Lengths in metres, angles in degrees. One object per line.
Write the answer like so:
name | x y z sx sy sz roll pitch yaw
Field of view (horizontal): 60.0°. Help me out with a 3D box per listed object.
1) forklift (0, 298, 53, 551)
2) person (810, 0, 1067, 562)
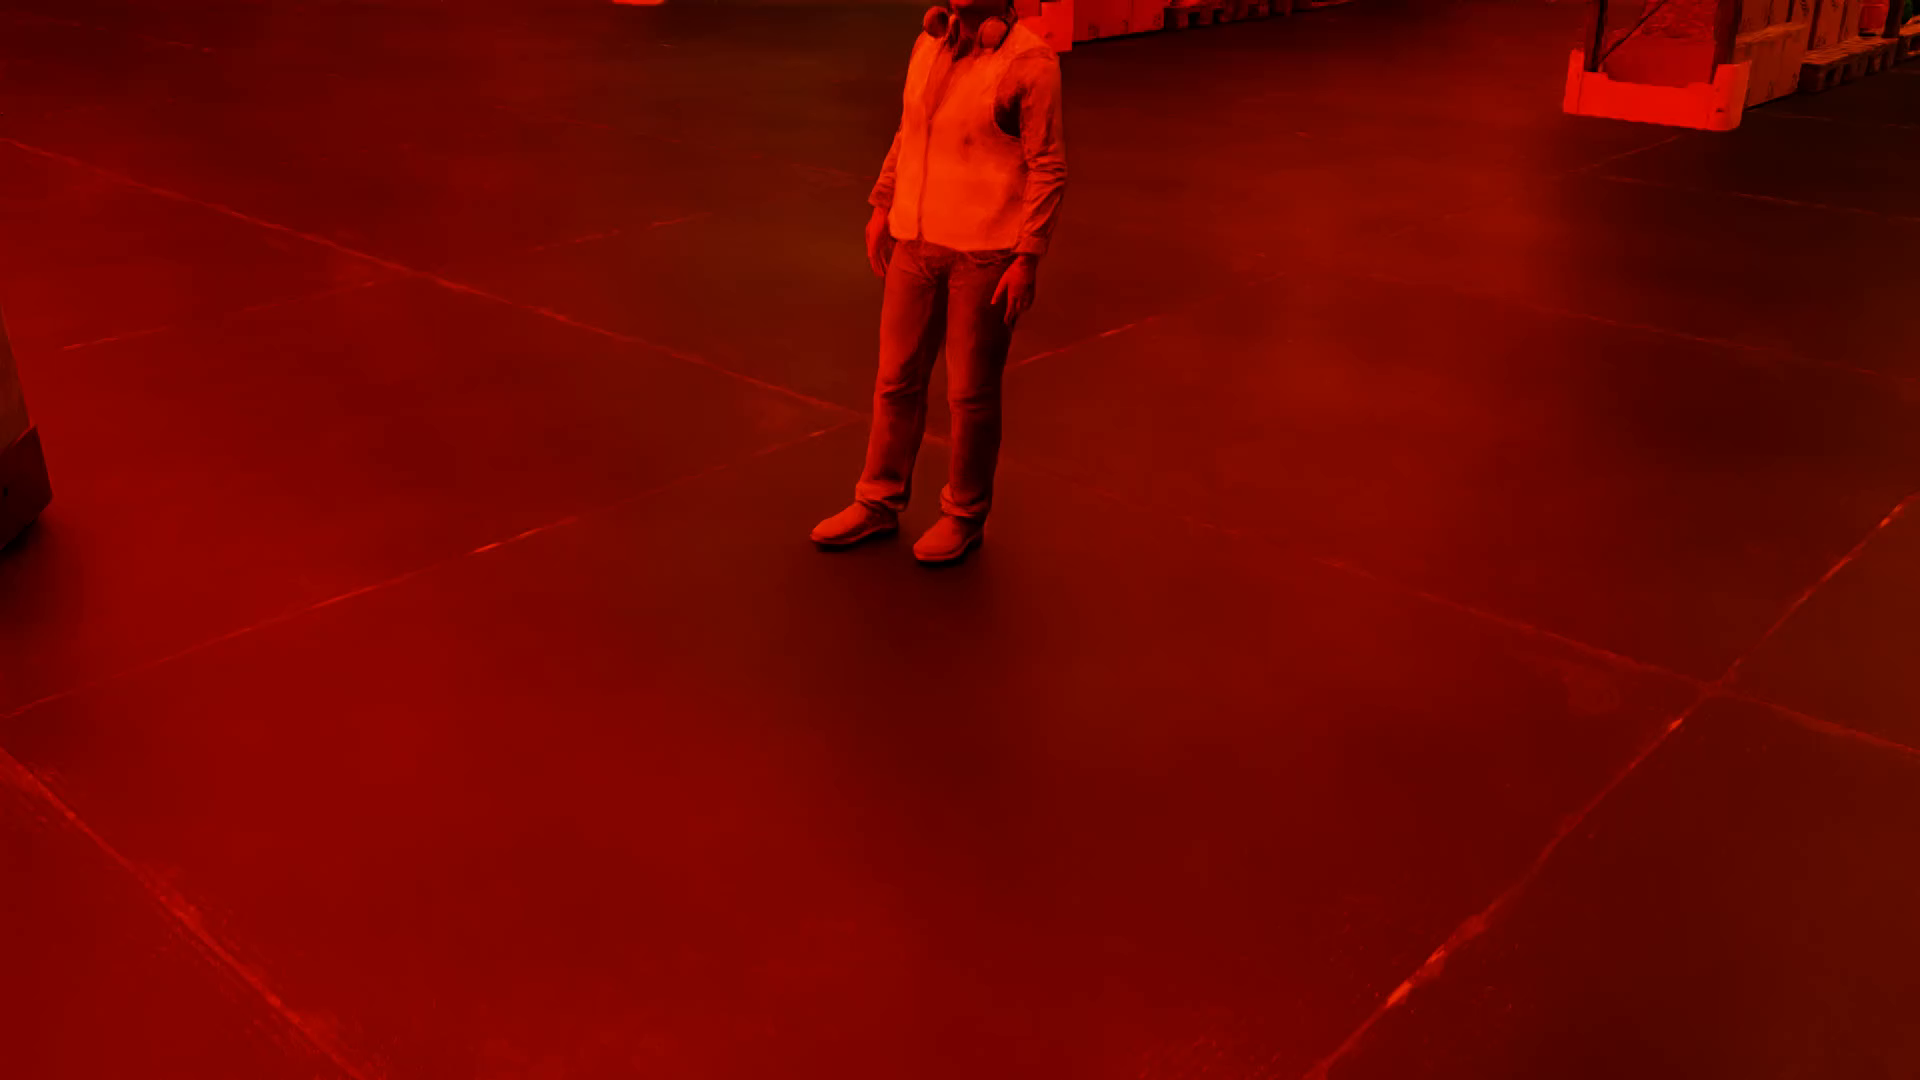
forklift | -4.225 -1.157 3.966 3.031 2.935 1.130 -3 24 -6
person | -0.048 -0.803 4.581 0.632 1.773 0.567 20 31 38
